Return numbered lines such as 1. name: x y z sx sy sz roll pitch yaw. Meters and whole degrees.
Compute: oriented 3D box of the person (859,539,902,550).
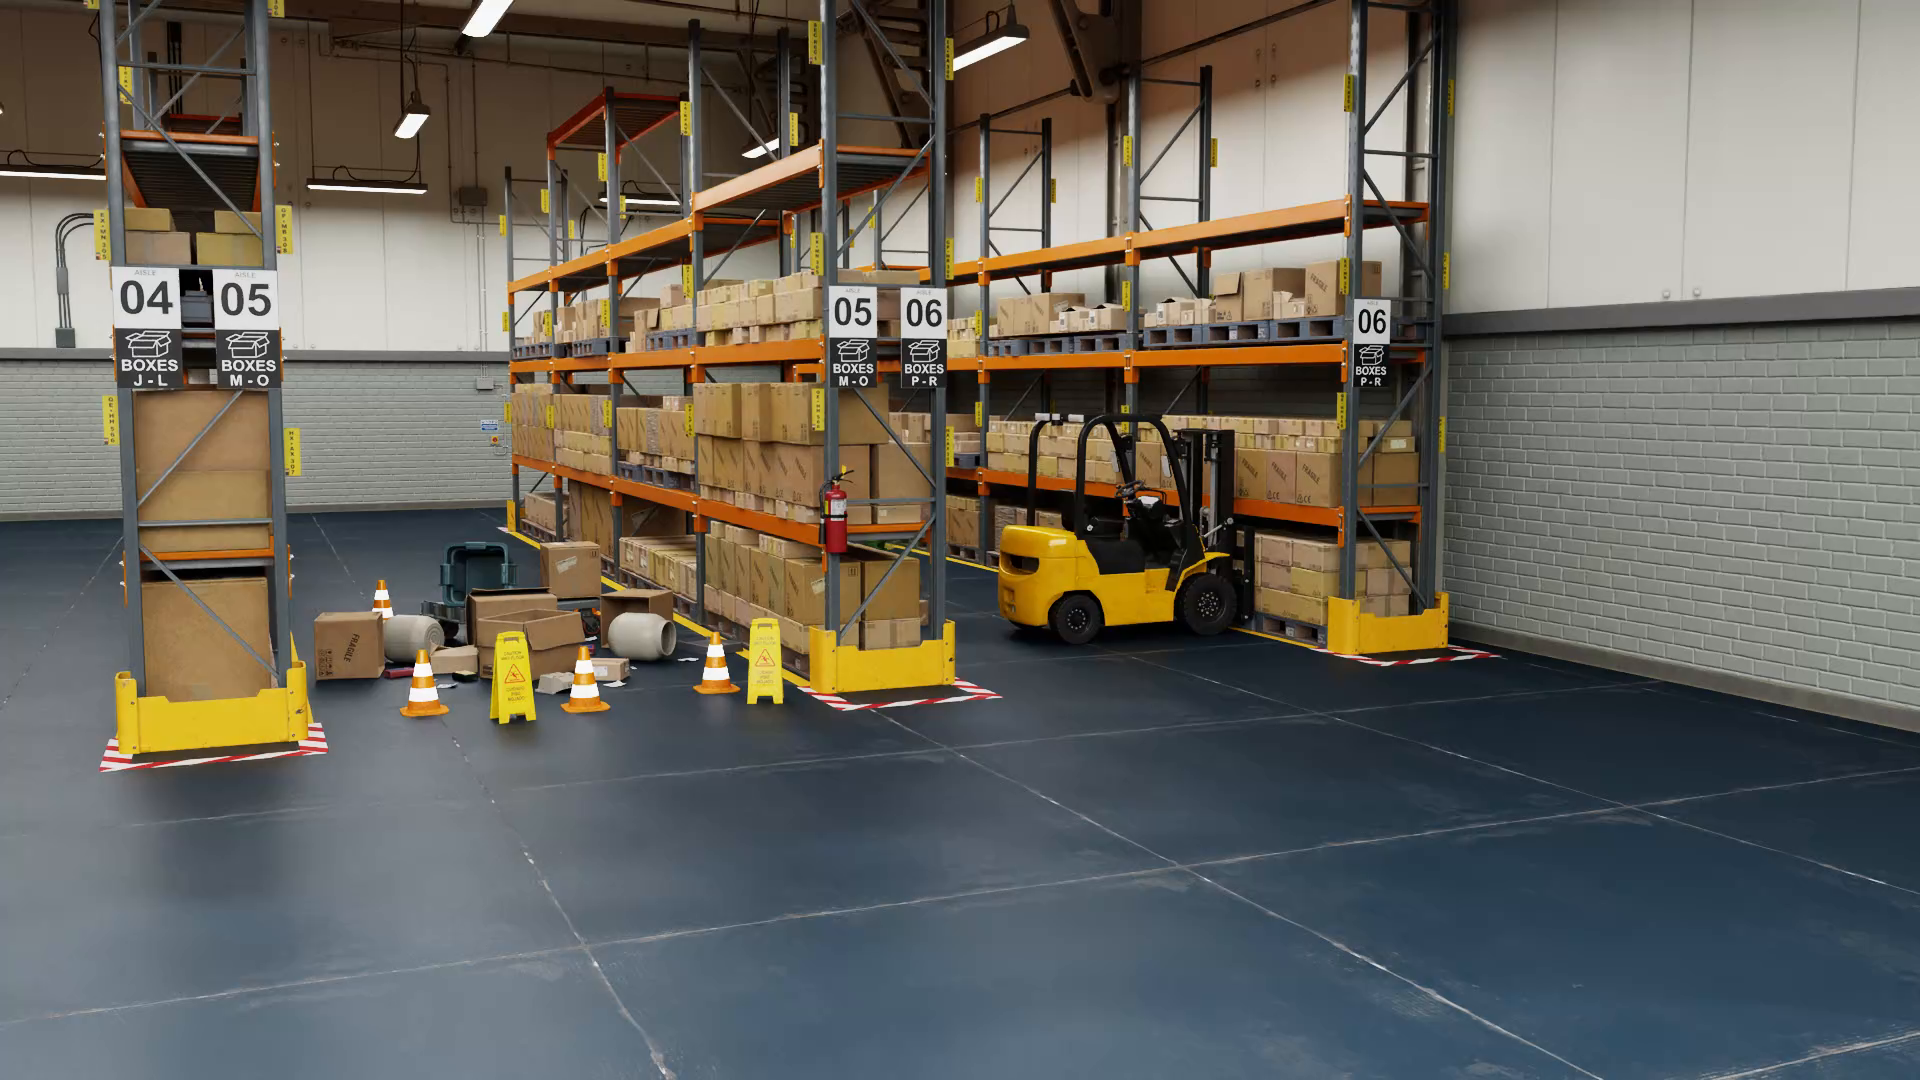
1. person: -0.997 -0.202 18.792 0.584 1.735 1.098 -3 6 -30
